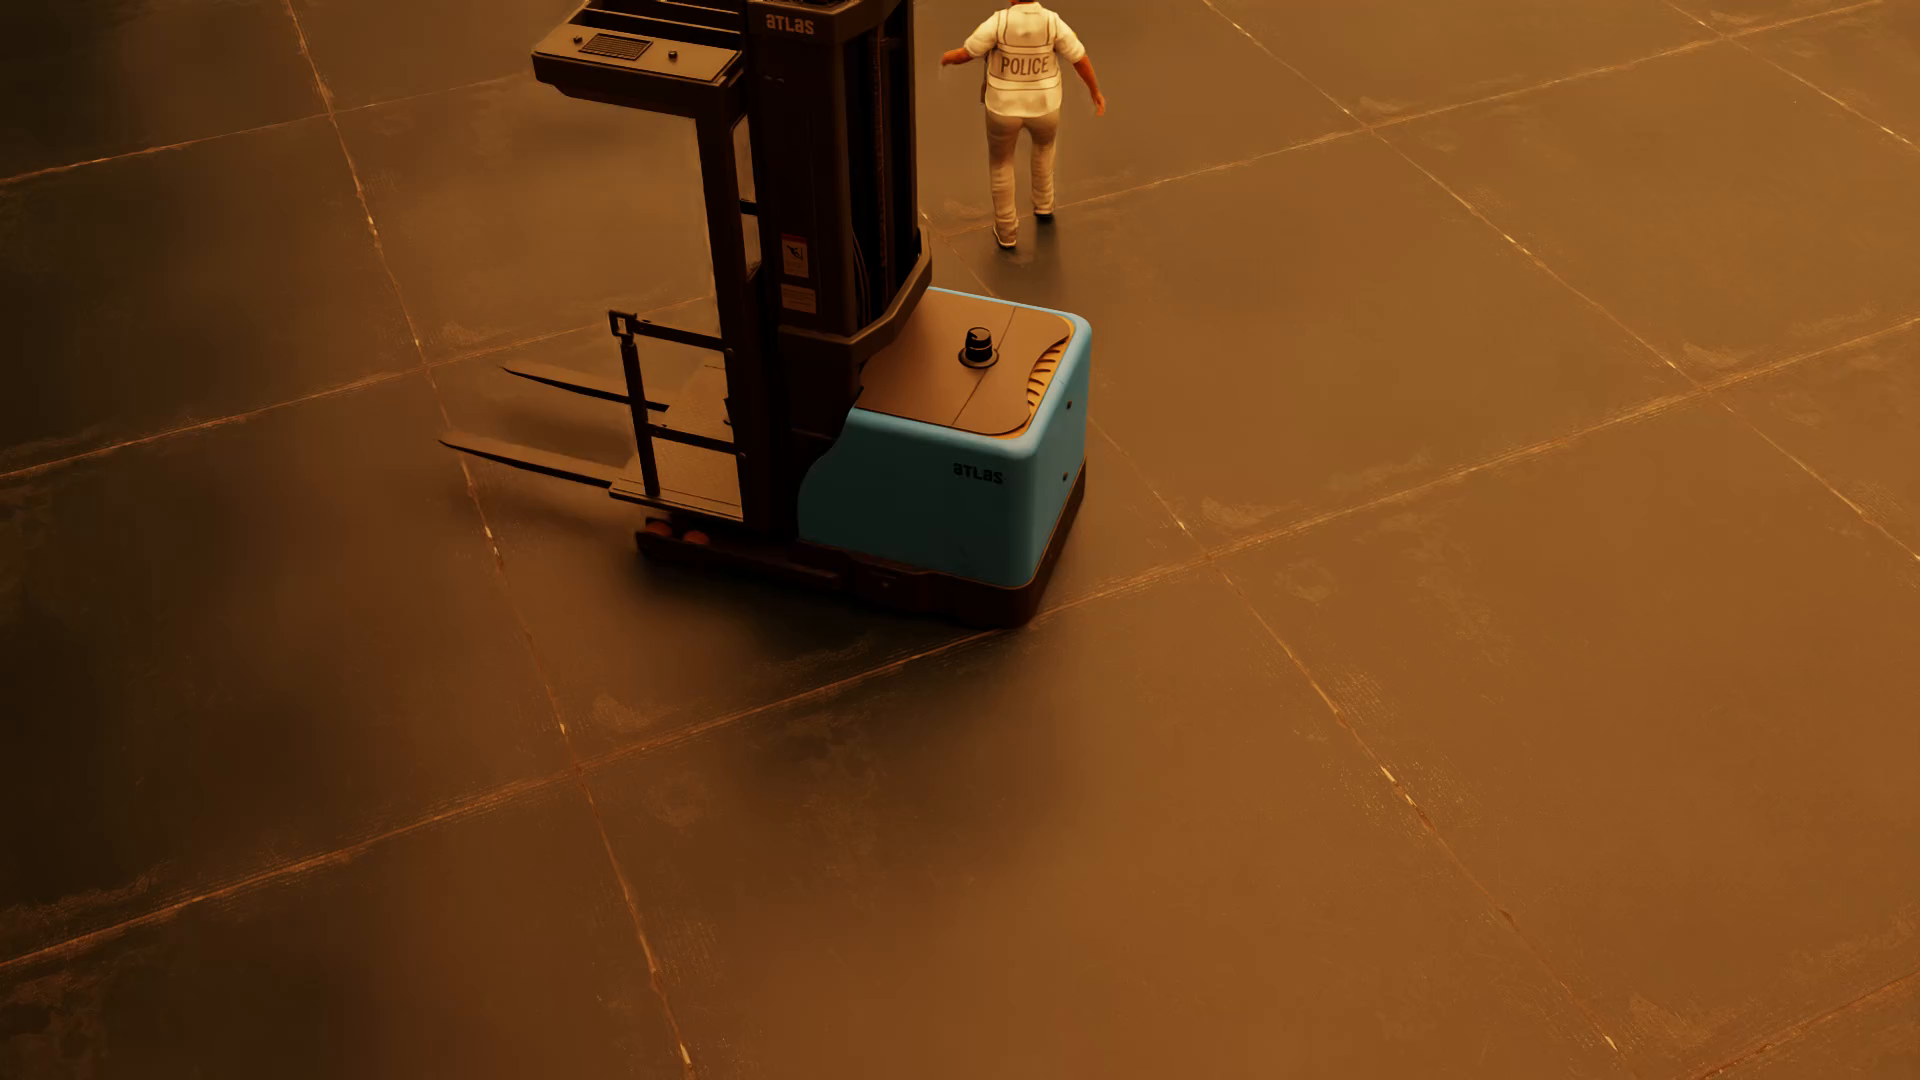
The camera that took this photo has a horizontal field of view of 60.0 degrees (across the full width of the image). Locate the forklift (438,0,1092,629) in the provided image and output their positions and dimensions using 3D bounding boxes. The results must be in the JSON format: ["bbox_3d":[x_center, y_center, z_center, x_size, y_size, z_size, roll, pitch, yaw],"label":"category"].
[{"bbox_3d":[-0.980,-1.280,7.052,3.031,2.935,1.130,13,45,13],"label":"forklift"}]

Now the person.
[{"bbox_3d":[0.357,-2.446,9.296,0.907,1.694,0.564,-1,43,-1],"label":"person"}]
